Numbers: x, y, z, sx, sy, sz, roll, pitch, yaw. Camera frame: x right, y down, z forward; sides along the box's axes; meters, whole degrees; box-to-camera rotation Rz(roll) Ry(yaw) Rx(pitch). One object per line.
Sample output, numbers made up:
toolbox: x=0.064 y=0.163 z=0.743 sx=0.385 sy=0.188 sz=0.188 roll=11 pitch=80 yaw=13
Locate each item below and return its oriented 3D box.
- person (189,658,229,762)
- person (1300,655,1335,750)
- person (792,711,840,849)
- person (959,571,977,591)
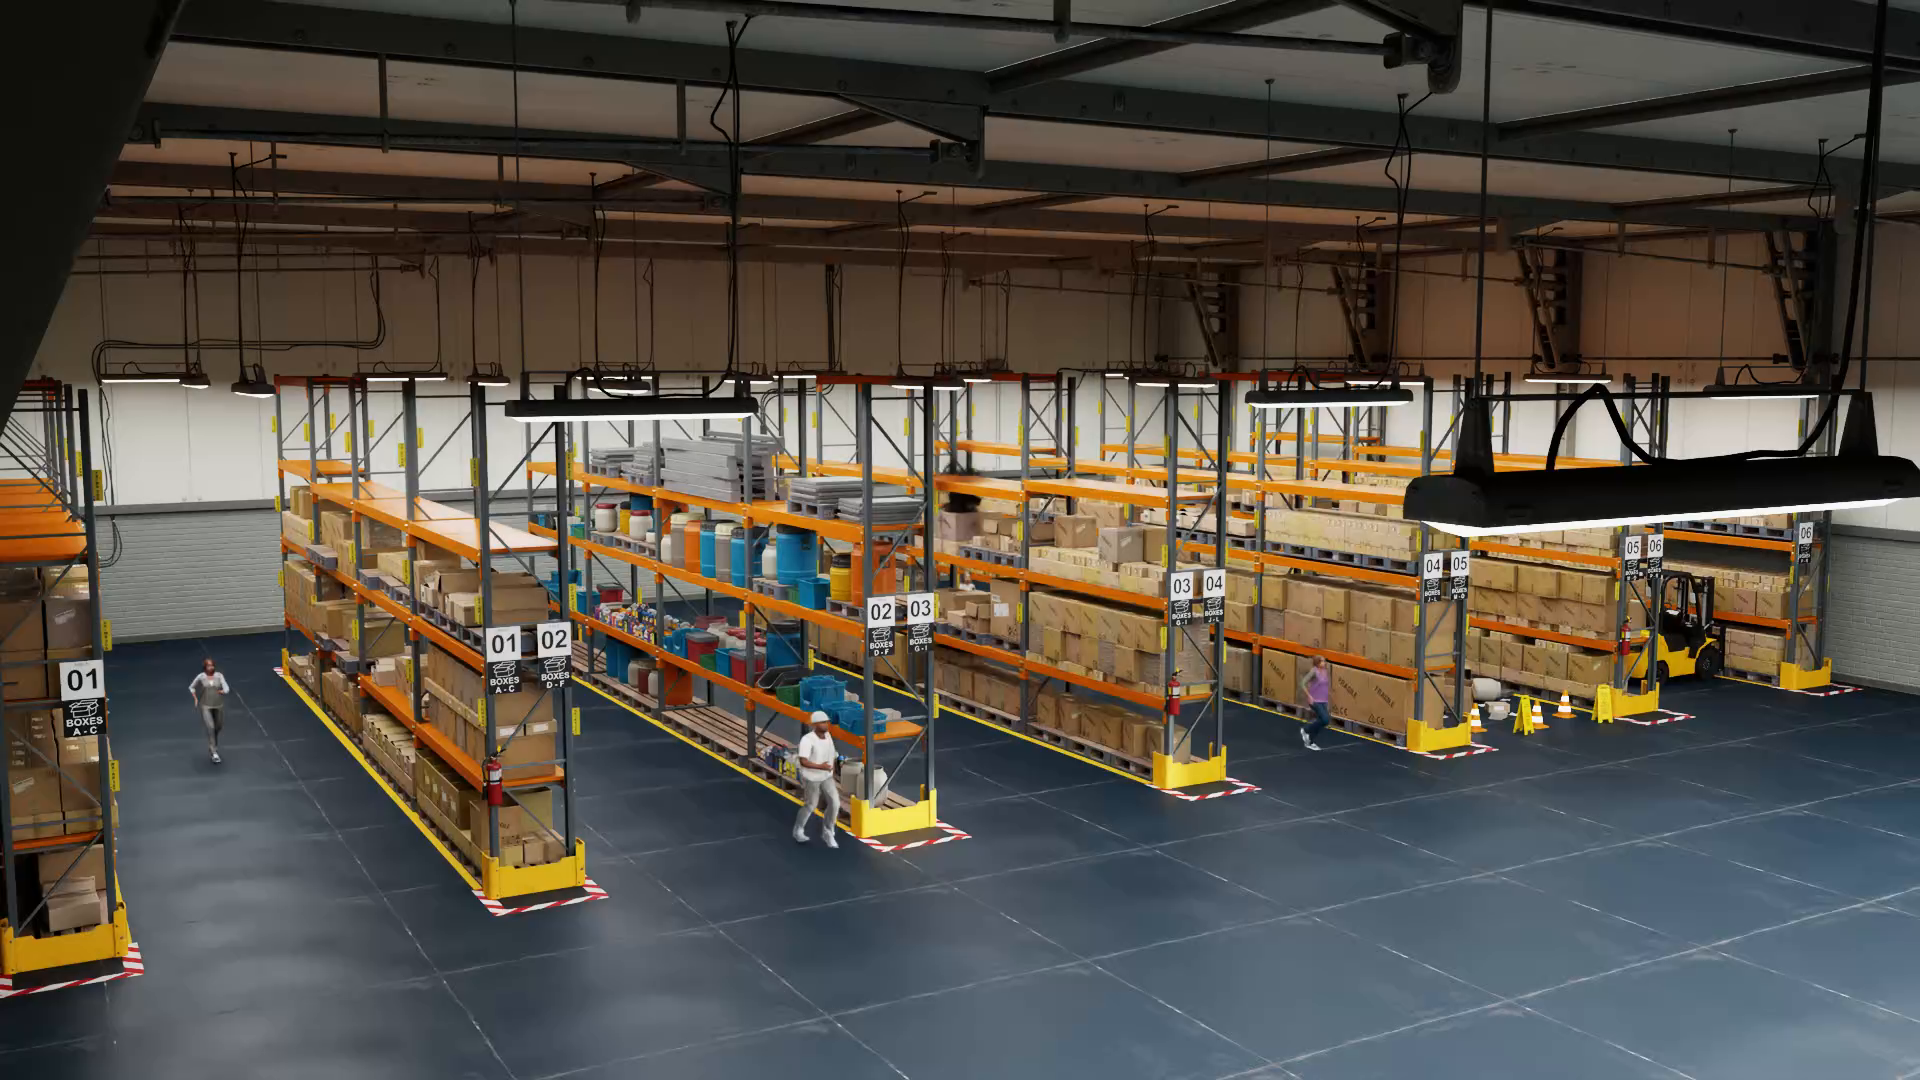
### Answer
person: x=-11.818 y=2.650 z=26.243 sx=0.537 sy=1.585 sz=0.893 roll=-5 pitch=8 yaw=-38
person: x=5.808 y=2.627 z=26.884 sx=0.521 sy=1.553 sz=0.512 roll=-6 pitch=9 yaw=-44
person: x=-1.820 y=3.114 z=21.552 sx=0.739 sy=1.837 sz=0.735 roll=5 pitch=8 yaw=39
person: x=0.160 y=1.505 z=36.719 sx=0.633 sy=1.654 sz=0.666 roll=-3 pitch=7 yaw=-23
